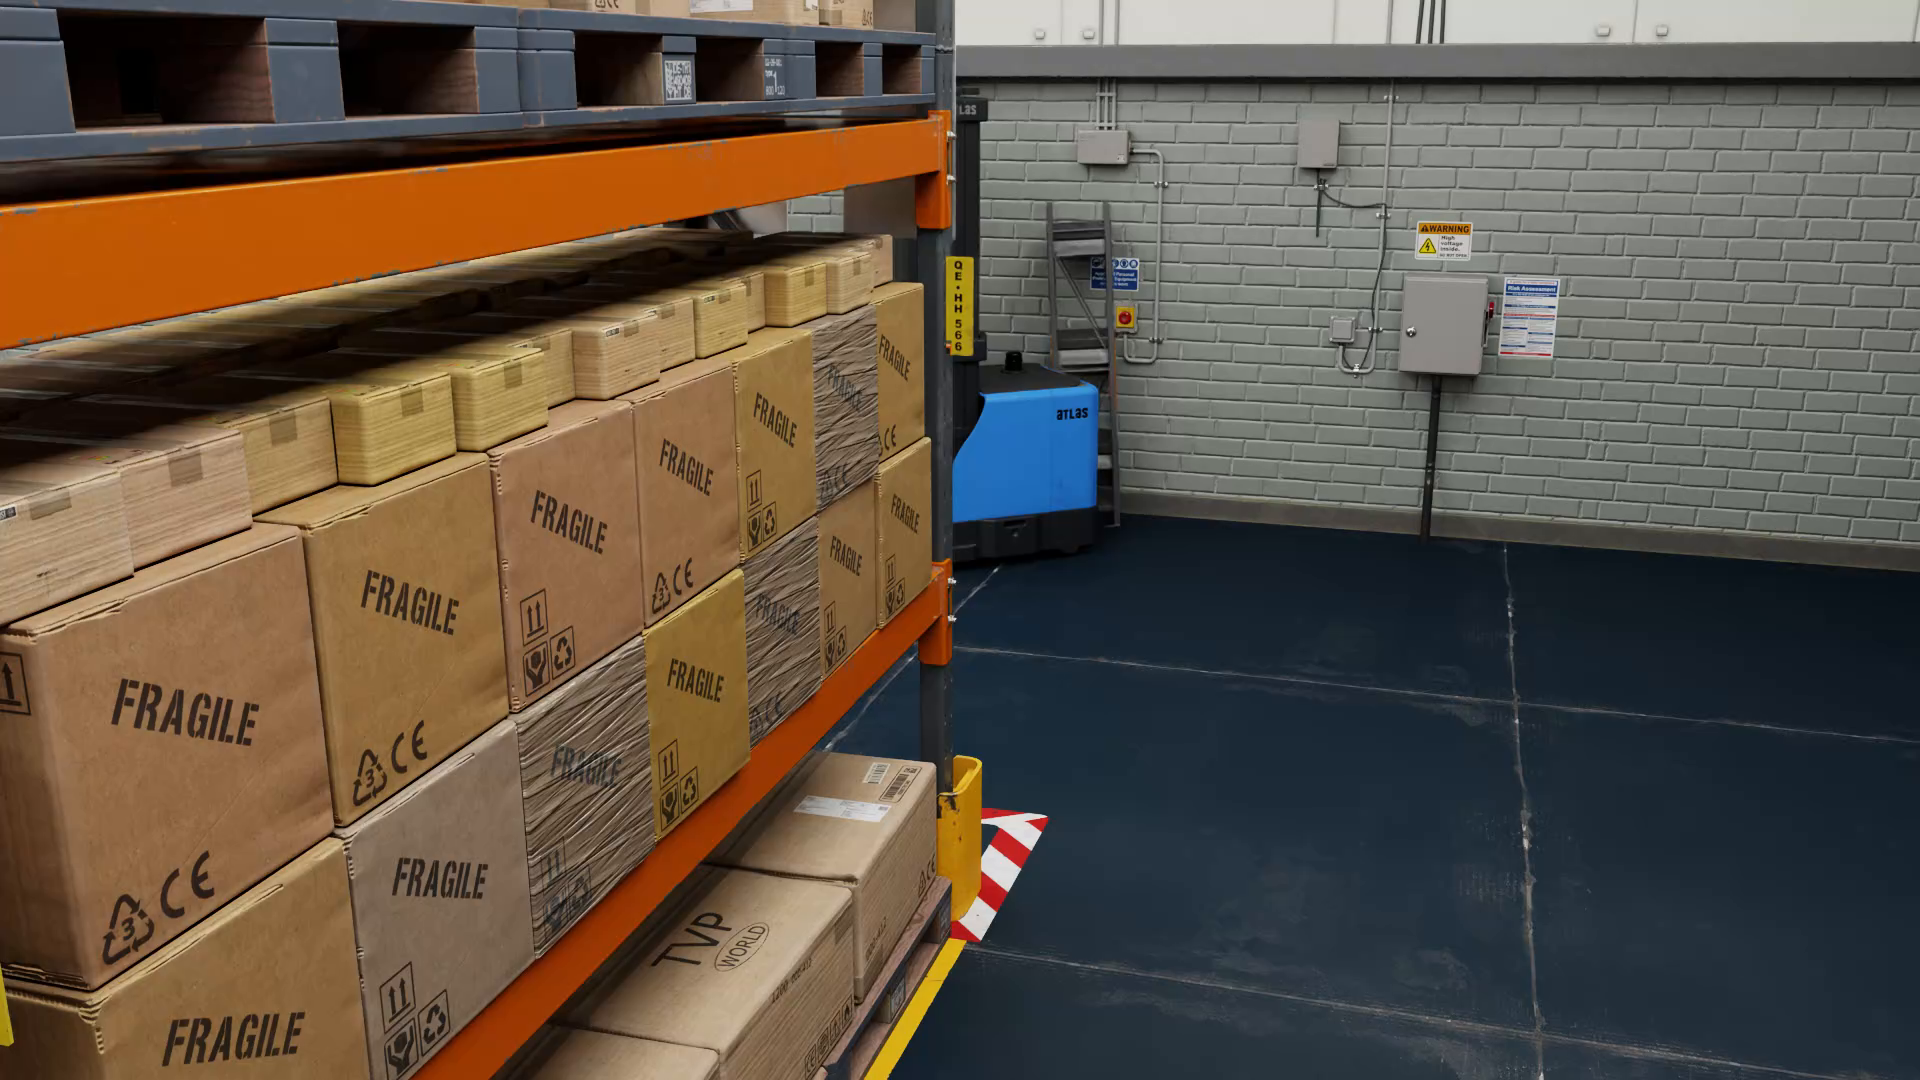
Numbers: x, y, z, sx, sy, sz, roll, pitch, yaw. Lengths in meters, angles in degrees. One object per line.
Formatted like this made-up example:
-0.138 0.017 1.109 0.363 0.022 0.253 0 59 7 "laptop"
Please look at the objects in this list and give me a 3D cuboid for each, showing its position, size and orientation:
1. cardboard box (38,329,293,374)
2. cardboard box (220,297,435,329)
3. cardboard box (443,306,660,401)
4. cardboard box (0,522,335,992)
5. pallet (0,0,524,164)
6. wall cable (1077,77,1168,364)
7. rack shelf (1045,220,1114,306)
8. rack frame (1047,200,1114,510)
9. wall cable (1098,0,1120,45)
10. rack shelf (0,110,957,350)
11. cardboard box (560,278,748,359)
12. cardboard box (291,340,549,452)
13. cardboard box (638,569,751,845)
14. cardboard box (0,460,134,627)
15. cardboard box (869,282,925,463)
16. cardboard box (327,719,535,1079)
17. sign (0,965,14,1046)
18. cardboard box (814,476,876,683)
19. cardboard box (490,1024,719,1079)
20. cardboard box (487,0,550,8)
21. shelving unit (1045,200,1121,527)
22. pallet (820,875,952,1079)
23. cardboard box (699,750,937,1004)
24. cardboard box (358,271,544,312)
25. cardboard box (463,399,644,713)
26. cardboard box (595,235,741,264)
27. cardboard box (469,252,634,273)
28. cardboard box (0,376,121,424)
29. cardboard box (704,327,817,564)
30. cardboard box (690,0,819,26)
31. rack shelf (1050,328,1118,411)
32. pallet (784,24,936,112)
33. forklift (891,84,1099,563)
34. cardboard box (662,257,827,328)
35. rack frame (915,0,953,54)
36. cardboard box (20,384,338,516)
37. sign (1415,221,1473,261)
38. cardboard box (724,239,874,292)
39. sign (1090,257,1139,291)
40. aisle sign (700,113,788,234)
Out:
-1.524 -0.308 3.215 0.380 0.149 0.250 4 16 15 "cardboard box"
-1.396 -0.442 3.688 0.380 0.149 0.250 5 16 16 "cardboard box"
-0.868 -0.402 3.544 0.380 0.149 0.250 5 16 16 "cardboard box"
-1.290 0.264 2.386 0.500 0.500 0.500 5 17 16 "cardboard box"
-1.415 -0.715 2.517 1.003 0.211 1.213 5 16 16 "pallet"
1.059 -2.128 10.917 0.585 1.953 0.123 5 16 16 "wall cable"
0.780 -1.823 10.833 0.431 0.518 0.480 -2 14 4 "rack shelf"
0.833 -1.220 11.239 0.400 2.100 0.015 -2 14 4 "rack frame"
0.826 -4.544 10.358 0.463 3.000 0.029 5 16 16 "wall cable"
-1.089 -0.721 3.696 1.077 0.370 4.000 5 16 16 "rack shelf"
-0.741 -0.541 4.036 0.380 0.149 0.250 5 17 17 "cardboard box"
-0.996 -0.271 3.082 0.380 0.149 0.250 4 16 14 "cardboard box"
-0.832 0.353 3.906 0.500 0.500 0.500 5 17 18 "cardboard box"
-1.319 -0.005 2.145 0.380 0.149 0.250 4 16 15 "cardboard box"
-0.429 -0.532 5.193 0.500 0.500 0.500 5 17 18 "cardboard box"
-1.126 0.617 2.974 0.500 0.500 0.500 5 17 16 "cardboard box"
-1.134 0.420 1.876 0.100 0.325 0.005 5 16 16 "sign"
-0.561 0.081 4.863 0.500 0.500 0.500 4 16 15 "cardboard box"
-1.122 1.539 3.831 0.875 0.438 0.875 4 16 14 "cardboard box"
-1.237 -1.373 3.540 0.500 0.500 0.500 5 17 17 "cardboard box"
0.818 -1.159 11.003 0.431 2.100 0.503 -2 14 4 "shelving unit"
-0.673 1.409 5.474 1.003 0.211 1.213 5 16 16 "pallet"
-0.612 1.064 5.509 0.875 0.438 0.875 4 16 14 "cardboard box"
-1.270 -0.579 4.169 0.380 0.149 0.250 5 17 16 "cardboard box"
-0.984 -0.001 3.319 0.500 0.500 0.500 5 17 17 "cardboard box"
-0.893 -0.843 5.101 0.380 0.149 0.250 5 17 17 "cardboard box"
-1.134 -0.714 4.645 0.380 0.149 0.250 4 16 14 "cardboard box"
-1.616 -0.172 2.736 0.380 0.149 0.250 5 16 16 "cardboard box"
-0.693 -0.264 4.247 0.500 0.500 0.500 5 16 16 "cardboard box"
-0.605 -1.479 4.558 0.380 0.149 0.250 3 16 12 "cardboard box"
0.819 -1.146 11.006 0.431 0.518 0.480 -2 14 4 "rack shelf"
-0.721 -1.353 4.768 1.003 0.211 1.213 5 16 16 "pallet"
-0.691 -1.294 10.022 3.031 2.935 1.130 -6 17 -22 "forklift"
-0.583 -0.674 4.505 0.380 0.149 0.250 5 17 17 "cardboard box"
-0.521 -3.034 5.034 1.000 3.000 0.127 5 16 16 "rack frame"
-1.229 -0.143 2.633 0.380 0.149 0.250 4 16 15 "cardboard box"
3.038 -1.879 10.444 0.339 0.242 0.001 5 16 16 "sign"
-0.480 -0.811 4.987 0.380 0.149 0.250 5 17 17 "cardboard box"
1.031 -1.774 11.093 0.327 0.218 0.001 5 16 16 "sign"
-0.778 -1.439 5.643 0.394 0.787 0.004 5 16 16 "aisle sign"
